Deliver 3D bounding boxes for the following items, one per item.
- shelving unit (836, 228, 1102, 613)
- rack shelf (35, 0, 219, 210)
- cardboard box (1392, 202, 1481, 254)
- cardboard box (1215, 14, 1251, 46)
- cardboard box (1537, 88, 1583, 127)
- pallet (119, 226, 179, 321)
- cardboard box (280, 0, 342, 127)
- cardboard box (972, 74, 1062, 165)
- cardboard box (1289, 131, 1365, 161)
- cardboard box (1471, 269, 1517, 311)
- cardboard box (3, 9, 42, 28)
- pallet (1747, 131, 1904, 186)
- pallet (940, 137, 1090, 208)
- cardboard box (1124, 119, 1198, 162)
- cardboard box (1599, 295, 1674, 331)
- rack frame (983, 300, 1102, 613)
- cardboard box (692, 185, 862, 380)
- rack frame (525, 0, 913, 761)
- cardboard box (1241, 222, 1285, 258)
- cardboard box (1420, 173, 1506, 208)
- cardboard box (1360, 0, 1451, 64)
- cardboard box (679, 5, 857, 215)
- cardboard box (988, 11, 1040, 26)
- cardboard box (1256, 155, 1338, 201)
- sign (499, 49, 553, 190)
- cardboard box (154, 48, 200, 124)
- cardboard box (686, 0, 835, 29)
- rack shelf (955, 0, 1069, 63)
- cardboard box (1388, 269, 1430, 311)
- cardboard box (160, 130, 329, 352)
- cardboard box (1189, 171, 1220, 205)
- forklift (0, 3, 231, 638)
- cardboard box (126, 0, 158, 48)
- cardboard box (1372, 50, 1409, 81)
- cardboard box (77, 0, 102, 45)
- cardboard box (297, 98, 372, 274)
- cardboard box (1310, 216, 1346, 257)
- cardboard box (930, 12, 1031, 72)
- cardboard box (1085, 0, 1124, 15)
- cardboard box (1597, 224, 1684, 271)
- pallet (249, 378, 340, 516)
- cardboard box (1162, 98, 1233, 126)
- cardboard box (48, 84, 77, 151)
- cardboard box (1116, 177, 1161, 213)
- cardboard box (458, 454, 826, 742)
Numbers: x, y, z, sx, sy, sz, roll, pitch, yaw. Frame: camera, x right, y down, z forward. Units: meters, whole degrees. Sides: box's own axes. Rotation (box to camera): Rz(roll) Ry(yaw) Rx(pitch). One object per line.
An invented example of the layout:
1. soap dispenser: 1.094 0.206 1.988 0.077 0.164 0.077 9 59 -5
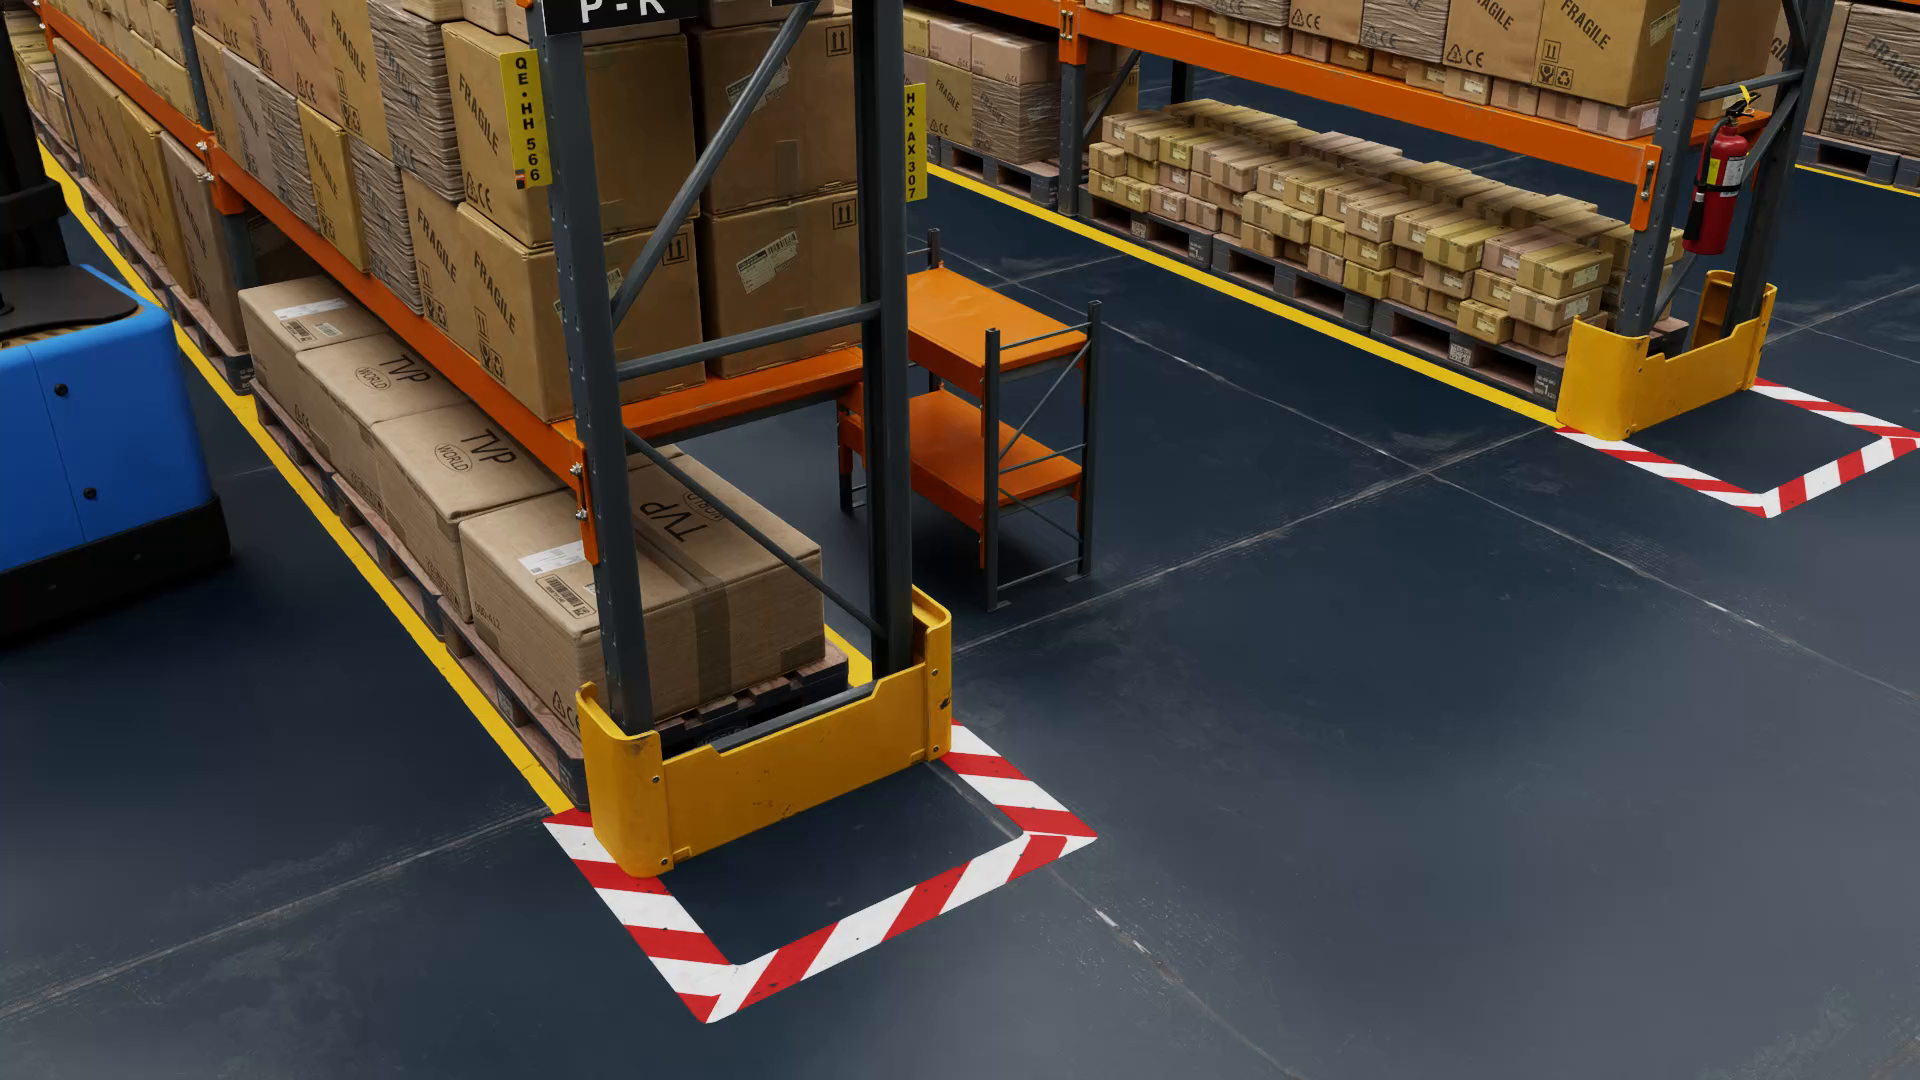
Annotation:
1. shelving unit: 0.004 -0.492 6.477 0.538 1.125 1.048 -19 34 -31
2. rack shelf: -4.072 -2.560 9.074 1.077 0.370 4.000 -19 34 -31
3. cardboard box: 2.418 -1.579 8.439 0.380 0.149 0.250 -20 34 -33
4. cardboard box: 1.613 -2.805 9.034 0.380 0.149 0.250 -18 33 -30
5. cardboard box: 2.849 -1.998 7.550 0.380 0.149 0.250 -19 34 -31
6. pallet: -4.132 -1.627 9.524 1.003 0.211 1.213 -19 34 -31
7. cardboard box: -1.966 -1.733 5.645 0.500 0.500 0.500 -19 34 -31
8. cardboard box: 0.428 -2.812 10.964 0.500 0.500 0.500 -19 34 -32
9. cardboard box: 2.131 -2.250 9.673 0.380 0.149 0.250 -21 35 -33
10. cardboard box: 2.736 -1.258 8.159 0.380 0.149 0.250 -20 34 -32
11. cardboard box: -7.246 -4.035 13.350 0.950 0.372 0.625 -18 33 -30
12. pallet: 6.250 -2.825 11.730 1.003 0.211 1.213 -19 34 -31
13. pallet: 0.609 -2.585 11.289 1.003 0.211 1.213 -19 34 -31
14. cardboard box: 1.205 -2.387 9.925 0.380 0.149 0.250 -17 33 -28
15. cardboard box: 3.339 -1.177 8.322 0.380 0.149 0.250 -18 33 -30
16. rack frame: 0.299 -0.294 6.113 0.500 1.125 0.032 -19 34 -31
17. cardboard box: -0.636 -0.853 5.074 0.500 0.500 0.500 -19 34 -31
18. rack frame: -0.591 -0.543 4.608 1.000 3.000 0.127 -19 34 -31
19. cardboard box: 1.797 -1.716 9.314 0.380 0.149 0.250 -20 34 -32
20. cardboard box: 2.691 -1.835 8.910 0.380 0.149 0.250 -17 33 -29
21. cardboard box: 2.316 -2.627 8.028 0.500 0.500 0.500 -19 34 -30
22. cardboard box: -0.638 -1.292 4.834 0.500 0.500 0.500 -20 34 -32
23. cardboard box: 0.538 -3.490 11.427 0.500 0.250 0.500 -18 33 -29
24. cardboard box: 1.868 -2.002 9.217 0.380 0.149 0.250 -20 35 -33
25. sign: -1.041 -1.012 4.008 0.100 0.325 0.005 -19 34 -31
26. cardboard box: -3.377 -2.137 7.699 0.500 0.250 0.500 -20 34 -32
27. cardboard box: -0.572 -1.526 4.586 0.380 0.149 0.250 -18 33 -30
28. rack shelf: -0.098 -3.970 11.670 1.077 0.370 4.000 -19 34 -31
29. cardboard box: 2.438 -1.323 8.589 0.380 0.149 0.250 -18 33 -30
30. cardboard box: -3.336 -1.568 8.281 0.875 0.875 0.875 -18 33 -29
31. cardboard box: 1.557 -2.077 9.667 0.380 0.149 0.250 -21 35 -33
32. forklift: -4.260 -1.504 6.449 3.031 2.935 1.130 25 37 38
33. cardboard box: -3.661 -2.549 7.933 0.500 0.250 0.500 -18 33 -29
34. cardboard box: 2.288 -2.416 8.320 0.380 0.149 0.250 -20 35 -33
35. cardboard box: -4.541 -2.927 9.154 0.500 0.250 0.500 -18 33 -29
36. cardboard box: -1.982 -1.295 5.887 0.500 0.500 0.500 -18 33 -29
37. cardboard box: 2.096 -1.646 8.873 0.380 0.149 0.250 -17 33 -28
38. cardboard box: 0.137 -3.347 11.163 0.500 0.250 0.500 -17 33 -28
39. cardboard box: 0.960 -3.197 9.757 0.380 0.149 0.250 -17 33 -29
40. cardboard box: 3.355 -1.444 8.190 0.380 0.149 0.250 -21 35 -33
41. pallet: -2.534 -0.556 7.552 1.003 0.211 1.213 -19 34 -31
42. cardboard box: 1.481 -2.635 10.383 0.380 0.149 0.250 -18 33 -29
43. cardboard box: -5.551 -2.906 11.271 0.950 0.372 0.625 -21 35 -34
44. cardboard box: 1.166 -2.106 10.032 0.380 0.149 0.250 -18 33 -29
45. cardboard box: -1.056 0.169 5.540 0.875 0.438 0.875 -20 34 -32
